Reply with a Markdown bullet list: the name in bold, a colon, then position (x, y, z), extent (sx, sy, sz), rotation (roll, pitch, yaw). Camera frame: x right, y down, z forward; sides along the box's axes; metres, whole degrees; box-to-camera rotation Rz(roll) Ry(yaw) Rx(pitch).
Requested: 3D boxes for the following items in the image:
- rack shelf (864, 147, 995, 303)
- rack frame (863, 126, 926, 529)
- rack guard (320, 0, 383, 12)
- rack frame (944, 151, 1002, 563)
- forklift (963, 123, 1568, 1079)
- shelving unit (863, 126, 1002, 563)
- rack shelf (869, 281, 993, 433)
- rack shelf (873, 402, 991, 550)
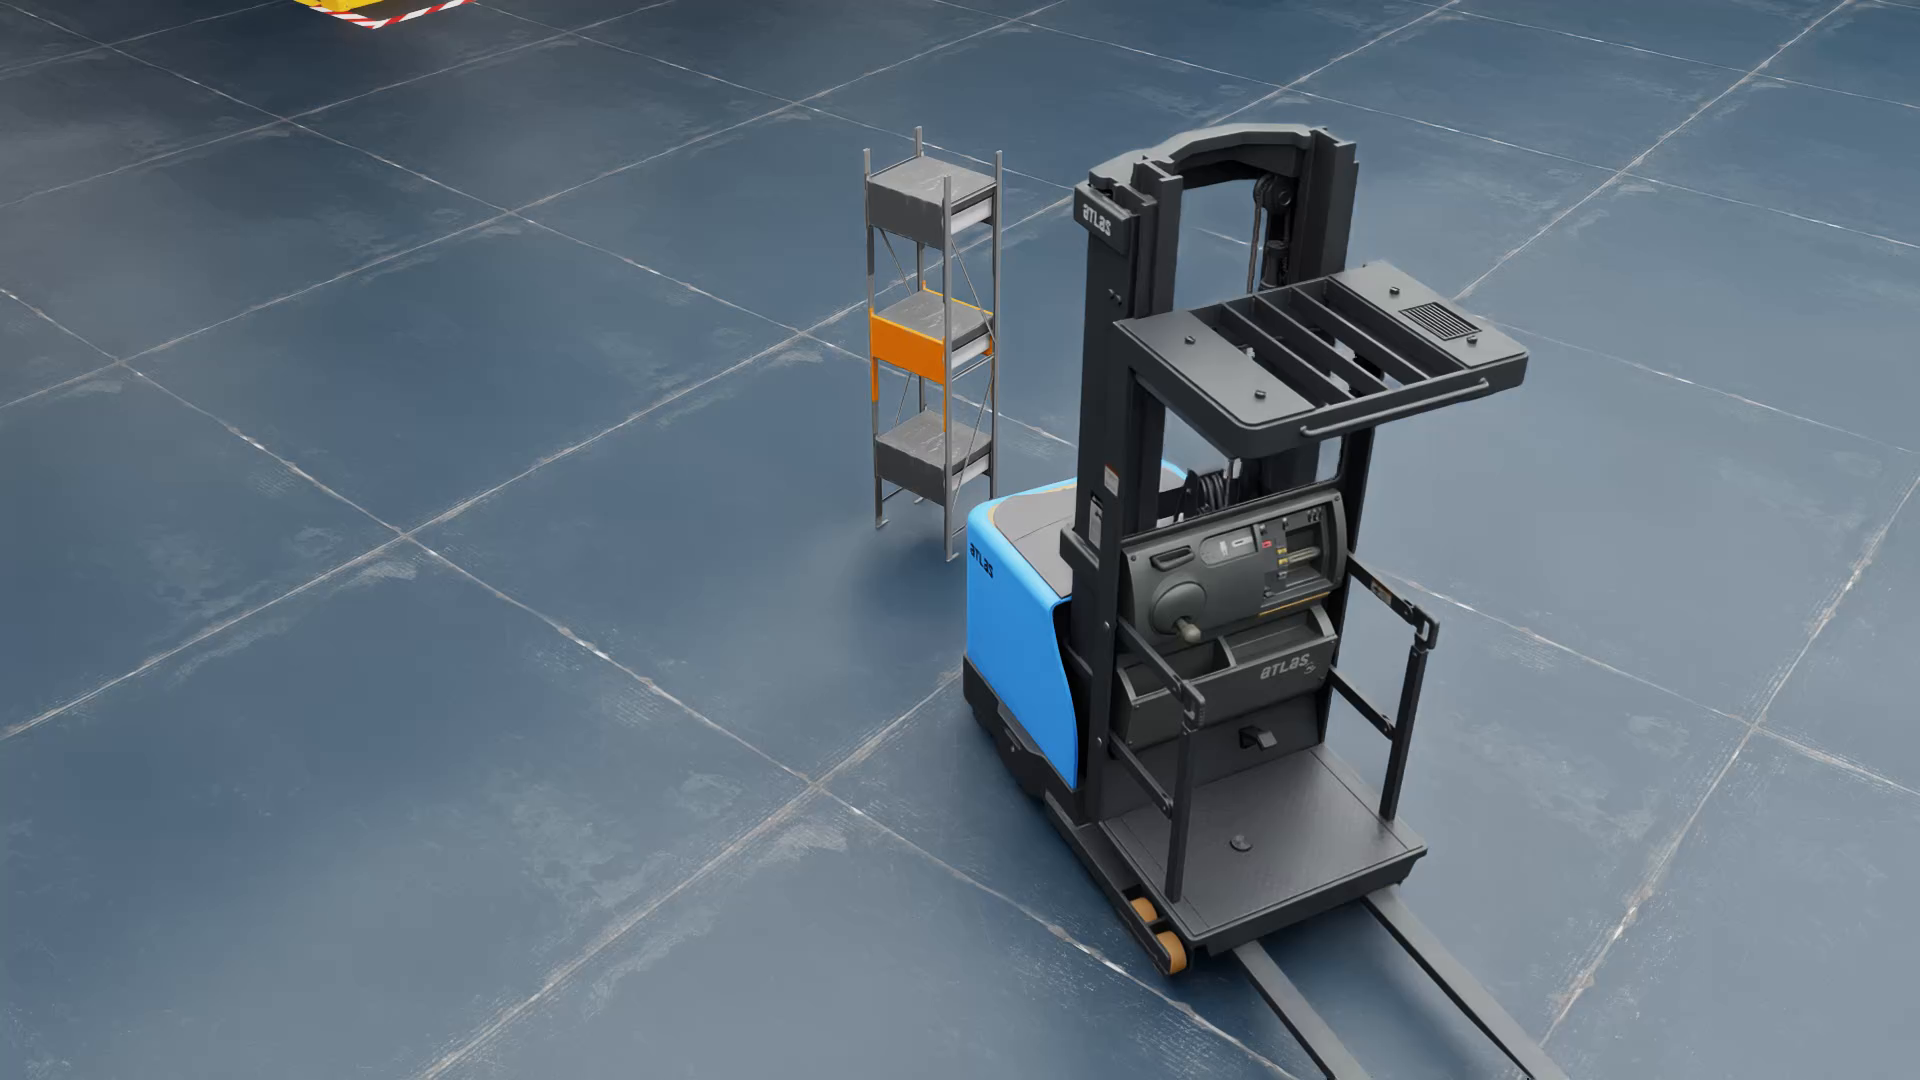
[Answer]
- **rack shelf**: position (-0.127, -1.491, 7.854), extent (0.480, 0.518, 0.431), rotation (25, 42, 32)
- **rack frame**: position (-0.315, -1.014, 8.372), extent (0.015, 2.100, 0.400), rotation (25, 42, 32)
- **rack guard**: position (-5.830, -5.676, 16.573), extent (0.348, 0.500, 1.175), rotation (25, 42, 32)
- **rack frame**: position (0.060, -0.837, 8.114), extent (0.015, 2.100, 0.400), rotation (25, 42, 32)
- **forklift**: position (1.115, 0.161, 5.926), extent (1.130, 2.935, 3.031), rotation (-15, 37, -21)
- **shelving unit**: position (-0.127, -0.926, 8.243), extent (0.503, 2.100, 0.431), rotation (25, 42, 32)
- **rack shelf**: position (-0.127, -0.914, 8.251), extent (0.480, 0.518, 0.431), rotation (25, 42, 32)
- **rack shelf**: position (-0.127, -0.337, 8.647), extent (0.480, 0.518, 0.431), rotation (25, 42, 32)
